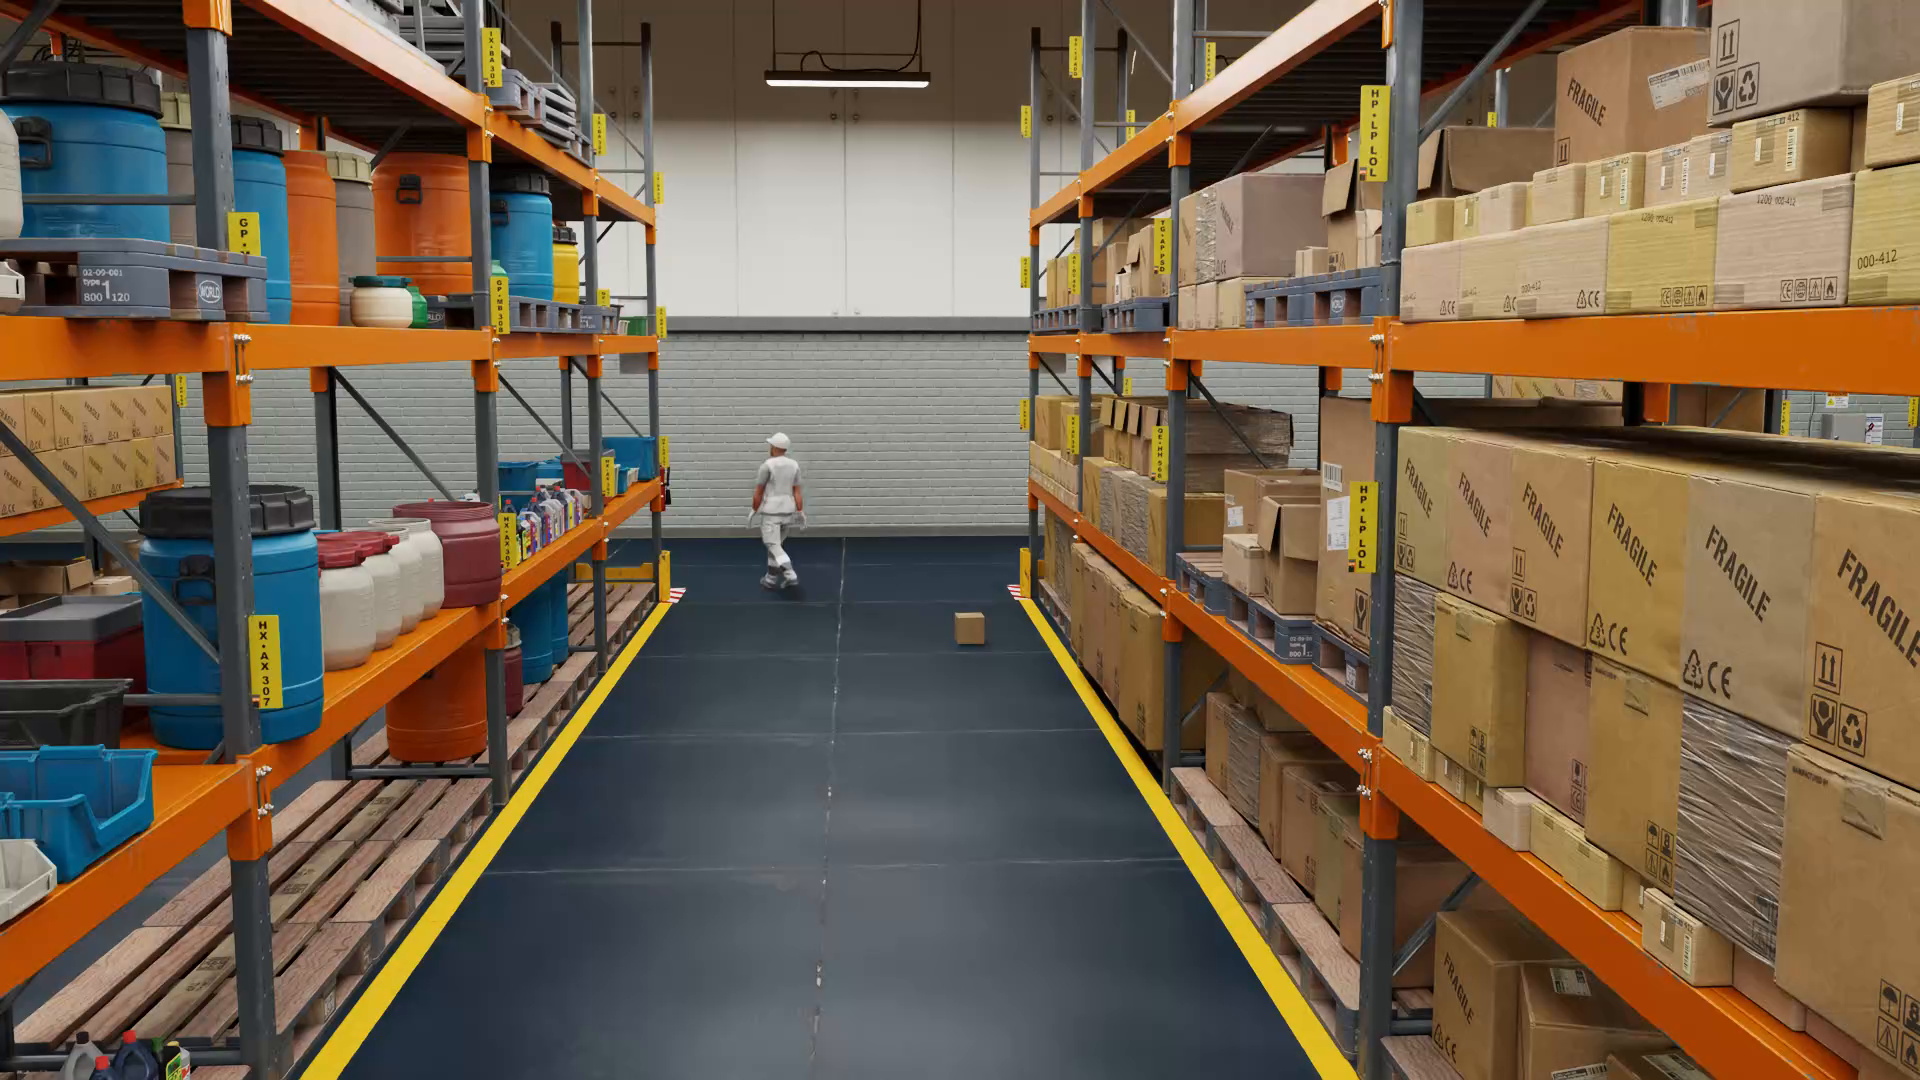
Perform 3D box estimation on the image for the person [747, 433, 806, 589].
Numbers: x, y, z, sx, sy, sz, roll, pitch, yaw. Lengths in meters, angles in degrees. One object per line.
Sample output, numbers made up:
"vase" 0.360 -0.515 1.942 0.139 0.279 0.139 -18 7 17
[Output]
"person" -2.007 -0.295 18.168 0.597 1.754 0.998 -5 9 -39
